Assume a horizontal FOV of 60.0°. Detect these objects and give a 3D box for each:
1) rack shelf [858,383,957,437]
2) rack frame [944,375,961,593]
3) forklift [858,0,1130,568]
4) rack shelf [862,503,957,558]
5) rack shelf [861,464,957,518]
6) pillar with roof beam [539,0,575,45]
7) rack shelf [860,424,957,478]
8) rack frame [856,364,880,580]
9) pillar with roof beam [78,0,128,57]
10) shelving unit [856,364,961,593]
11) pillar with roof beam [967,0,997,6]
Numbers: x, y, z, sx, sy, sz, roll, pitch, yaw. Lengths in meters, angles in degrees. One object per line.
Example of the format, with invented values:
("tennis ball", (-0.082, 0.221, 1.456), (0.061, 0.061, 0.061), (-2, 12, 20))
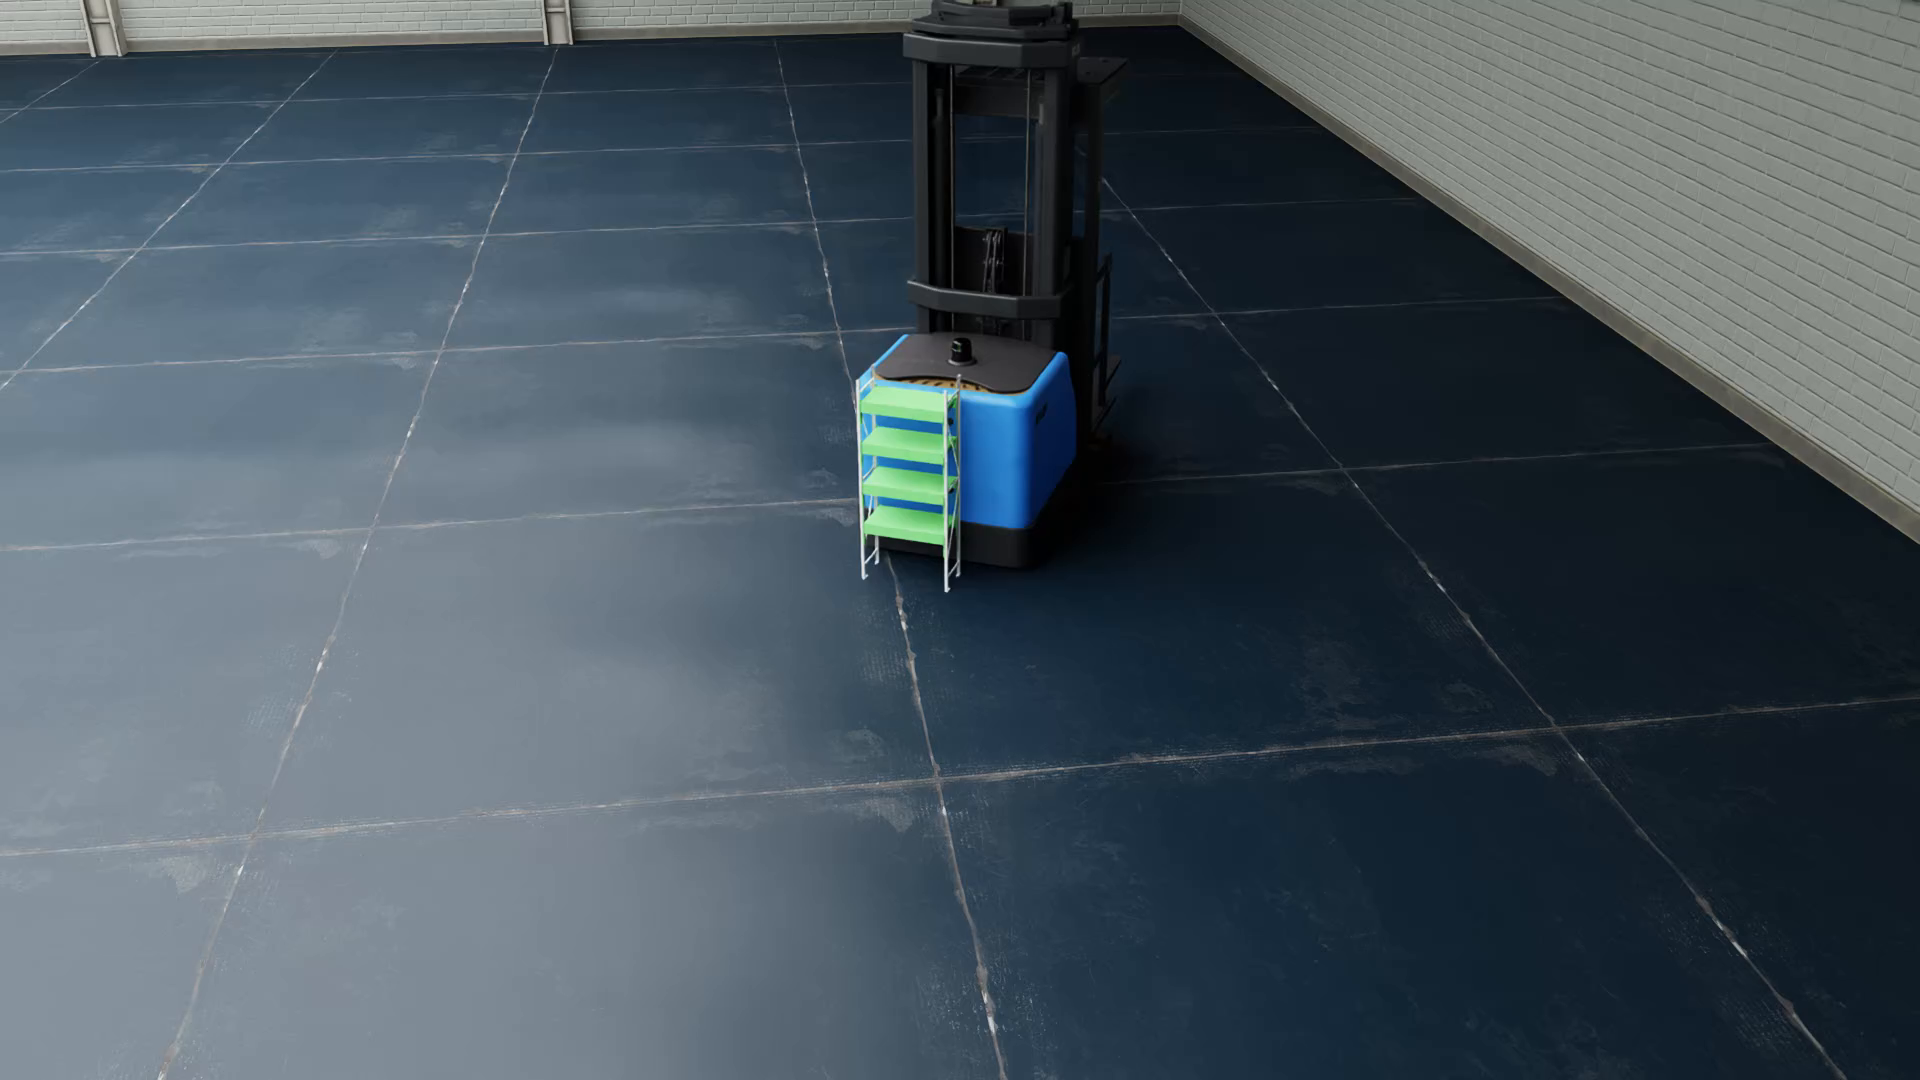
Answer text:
("rack shelf", (-0.272, -0.697, 8.882), (0.480, 0.148, 0.258), (8, 28, 16))
("rack frame", (-0.040, -0.292, 9.005), (0.015, 1.200, 0.240), (8, 28, 16))
("forklift", (0.355, -1.802, 10.051), (1.130, 2.935, 3.031), (8, 28, 16))
("rack shelf", (-0.272, -0.056, 9.211), (0.480, 0.148, 0.258), (8, 28, 16))
("rack shelf", (-0.272, -0.270, 9.101), (0.480, 0.148, 0.258), (8, 28, 16))
("pillar with roof beam", (-5.029, -9.053, 17.536), (0.400, 9.000, 9.100), (-4, 27, -7))
("rack shelf", (-0.272, -0.483, 8.992), (0.480, 0.148, 0.258), (8, 28, 16))
("rack frame", (-0.504, -0.361, 9.139), (0.015, 1.200, 0.240), (8, 28, 16))
("pillar with roof beam", (-10.970, -8.671, 16.793), (0.400, 9.000, 9.100), (-4, 27, -7))
("shelving unit", (-0.272, -0.327, 9.072), (0.503, 1.200, 0.258), (8, 28, 16))
("pillar with roof beam", (0.913, -9.435, 18.280), (0.400, 9.000, 9.100), (-4, 27, -7))
